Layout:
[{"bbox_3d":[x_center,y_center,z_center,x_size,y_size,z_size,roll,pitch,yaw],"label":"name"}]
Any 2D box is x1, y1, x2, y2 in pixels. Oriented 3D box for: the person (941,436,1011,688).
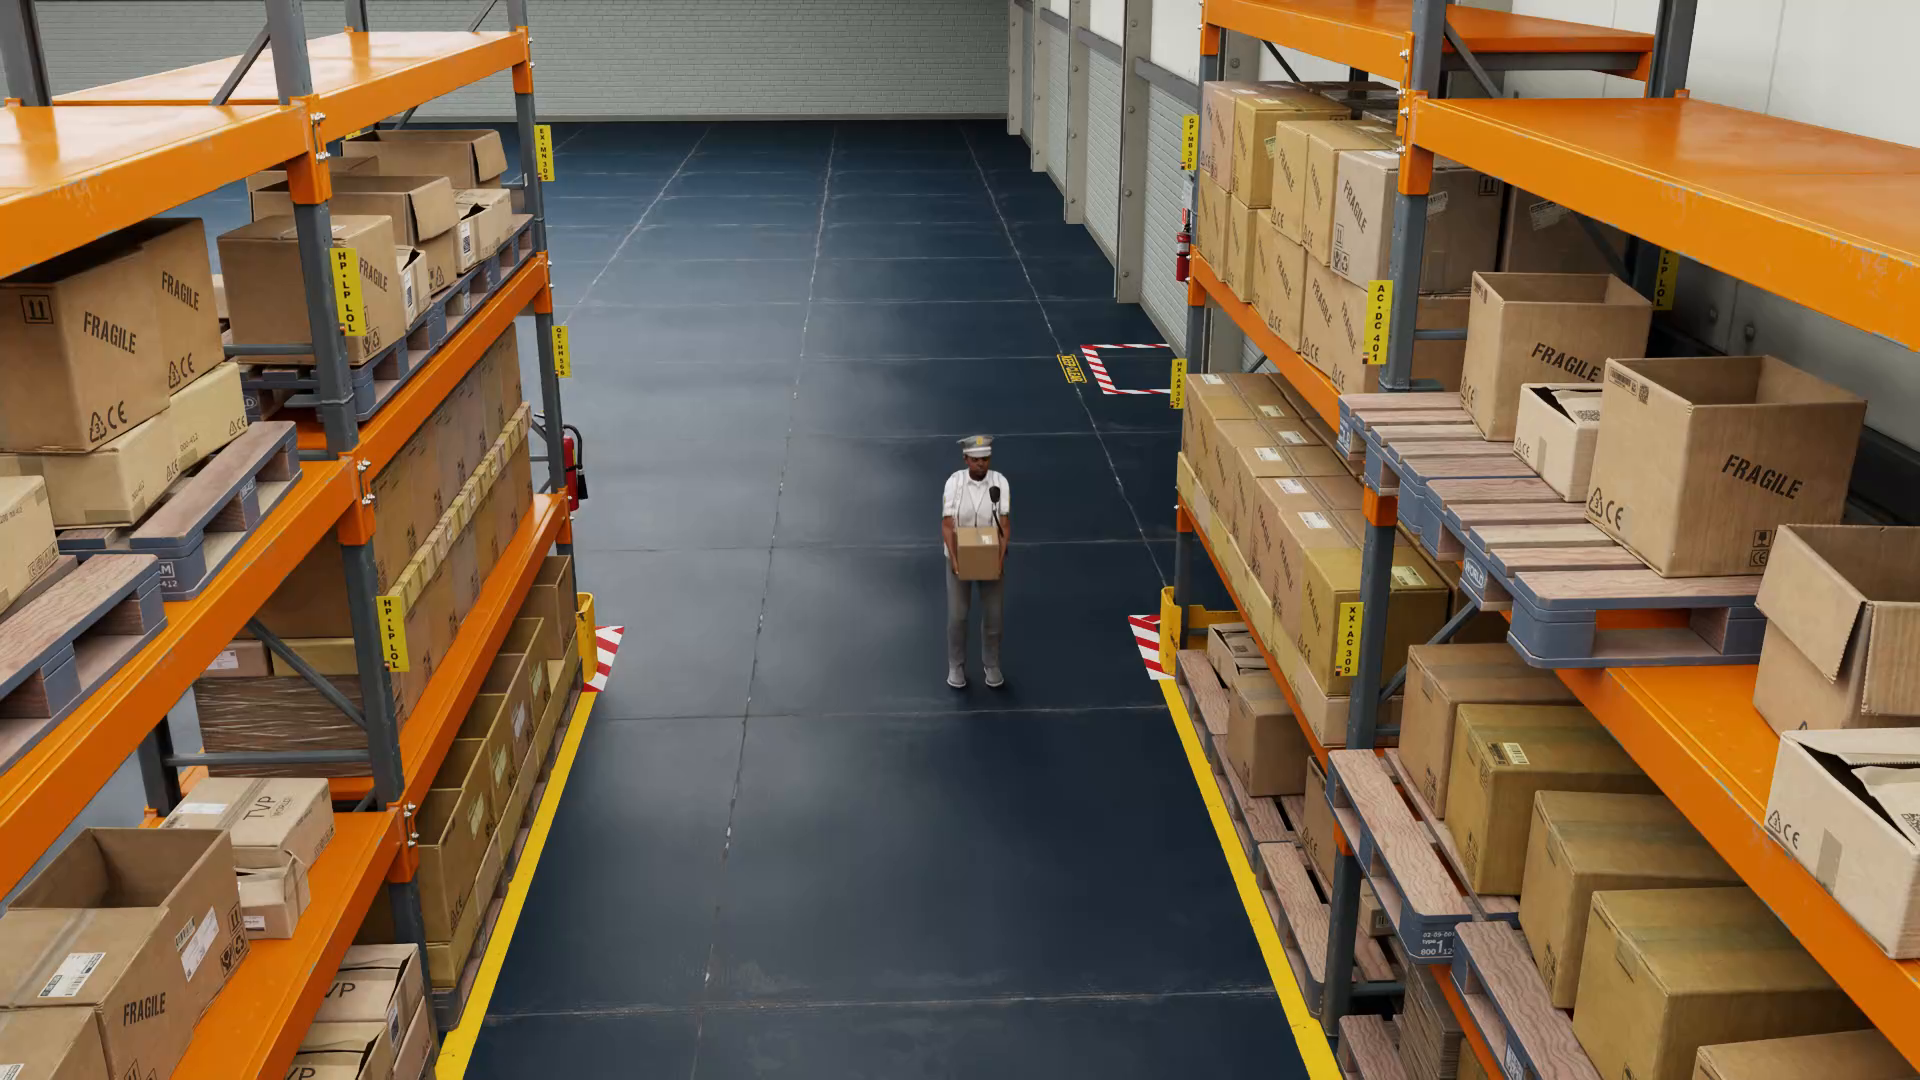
[{"bbox_3d":[0.104,0.152,10.641,0.445,1.692,0.512,-1,21,-3],"label":"person"}]
